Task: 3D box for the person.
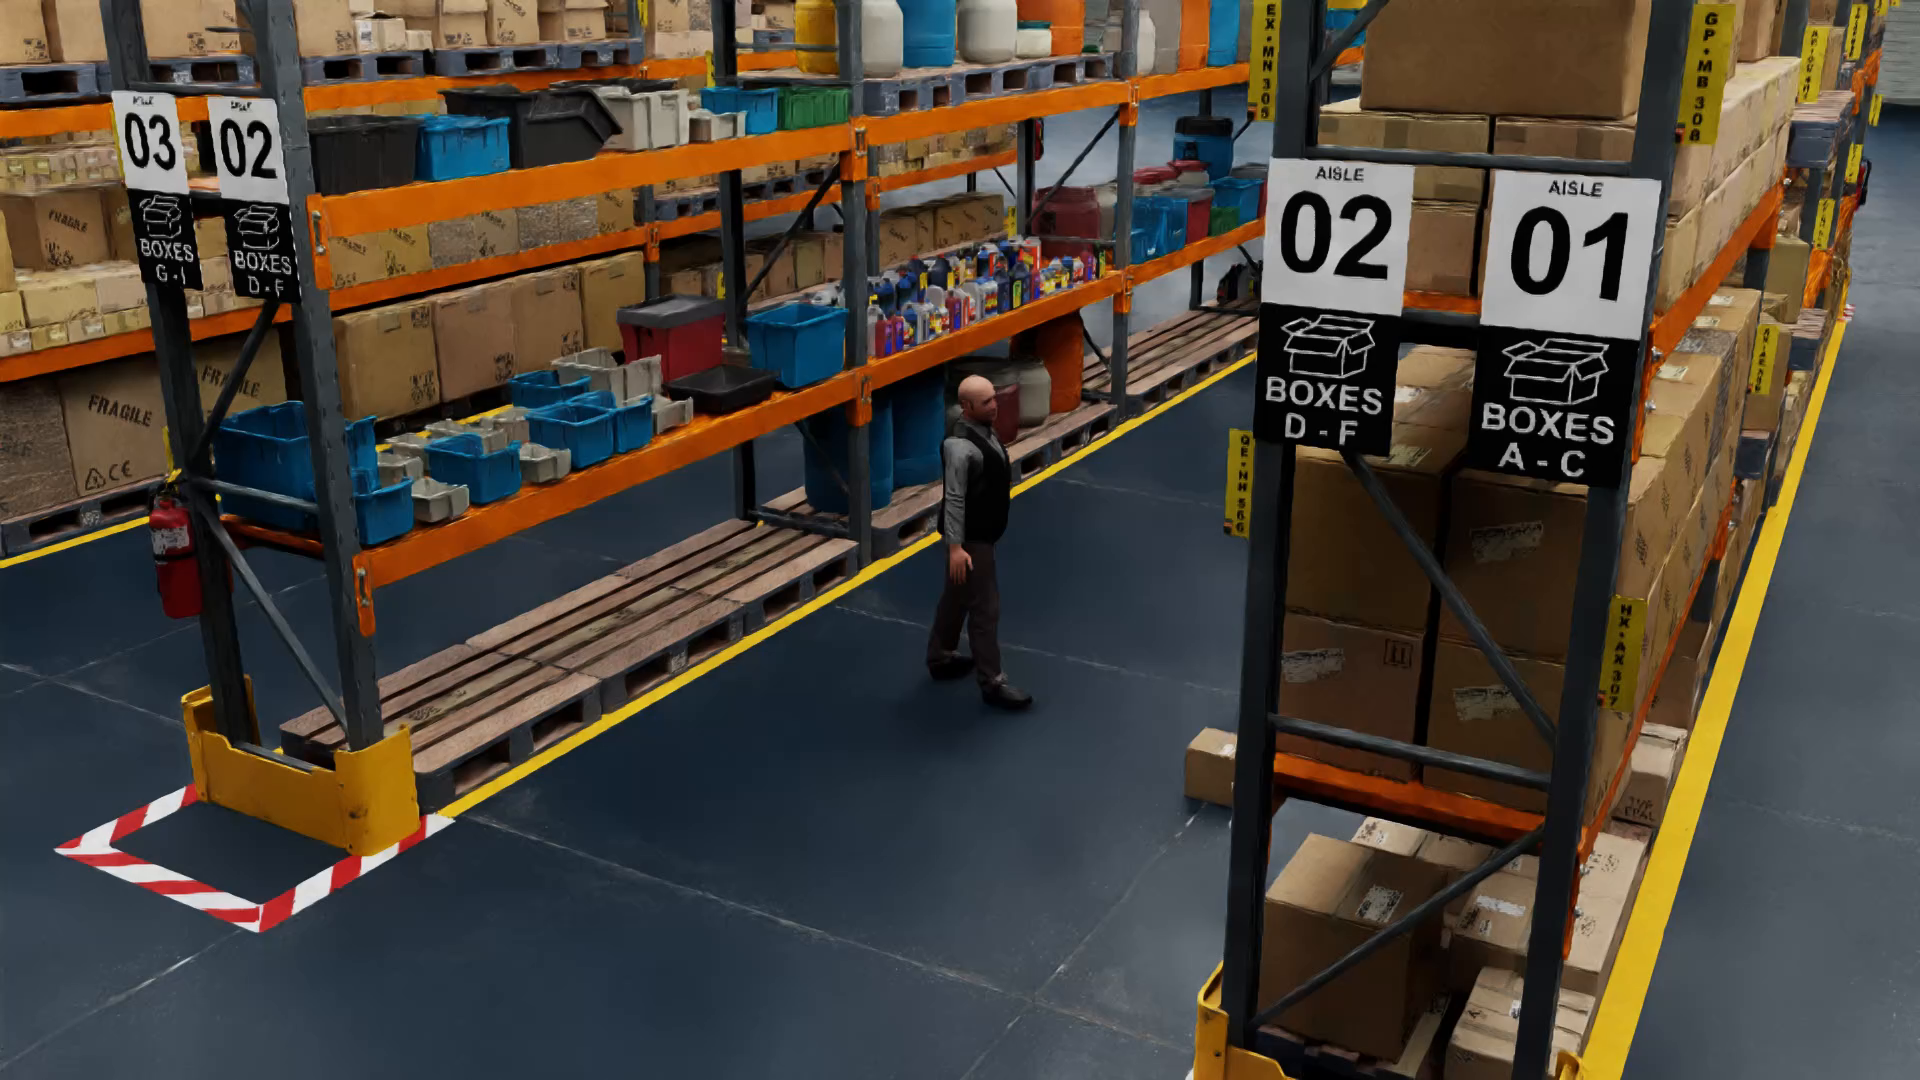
[{"bbox_3d":[0.103,-0.006,8.602,0.630,1.722,0.655,4,20,10],"label":"person"}]
